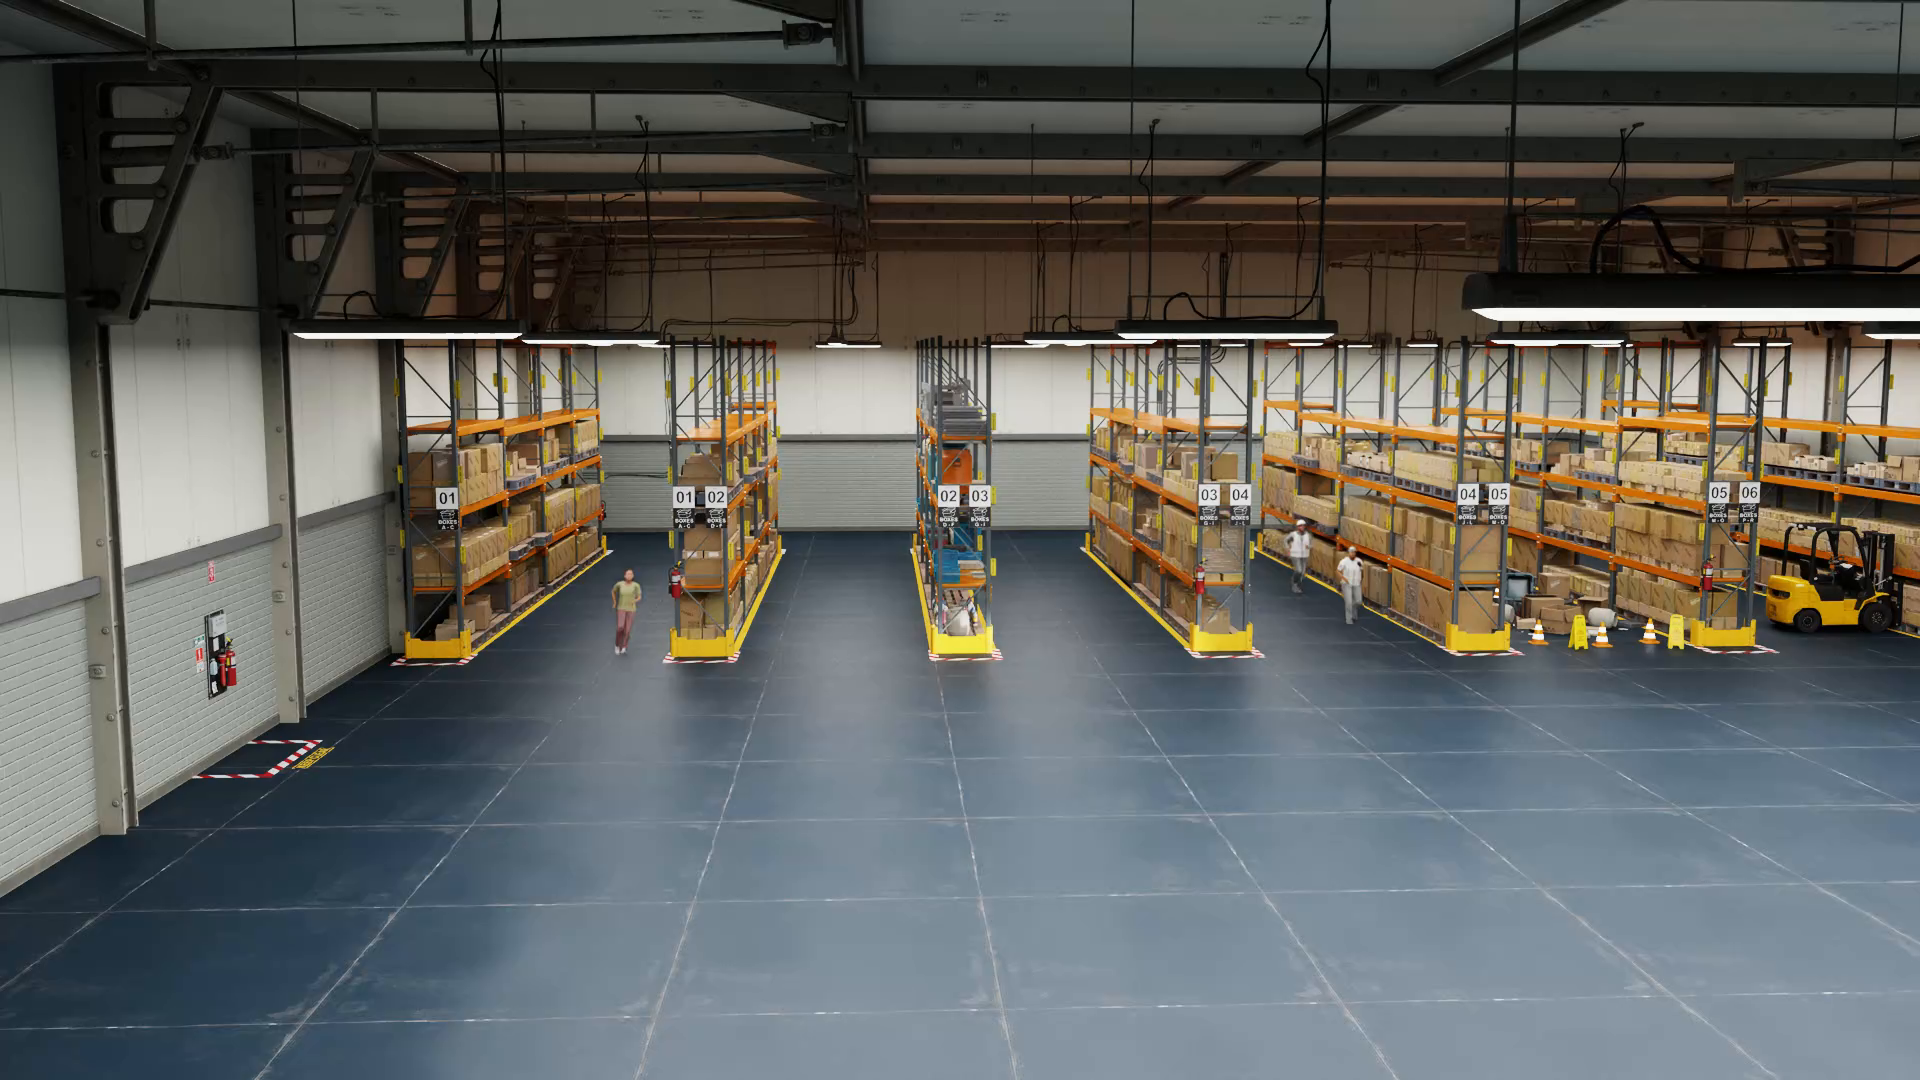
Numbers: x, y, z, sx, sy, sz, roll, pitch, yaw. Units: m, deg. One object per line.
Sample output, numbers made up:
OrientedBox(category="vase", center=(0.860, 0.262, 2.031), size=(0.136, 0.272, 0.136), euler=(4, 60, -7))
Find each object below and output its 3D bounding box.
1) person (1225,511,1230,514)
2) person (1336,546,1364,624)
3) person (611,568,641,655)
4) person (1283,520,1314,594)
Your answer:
OrientedBox(category="person", center=(7.424, -0.382, 46.904), size=(0.655, 1.578, 0.615), euler=(0, 7, 4))
OrientedBox(category="person", center=(8.229, 0.946, 35.008), size=(0.609, 1.631, 0.546), euler=(0, 6, -2))
OrientedBox(category="person", center=(-6.296, 1.343, 31.453), size=(0.545, 1.614, 0.627), euler=(-2, 7, -15))
OrientedBox(category="person", center=(8.011, 0.396, 39.166), size=(0.644, 1.751, 0.642), euler=(-1, 7, -11))
